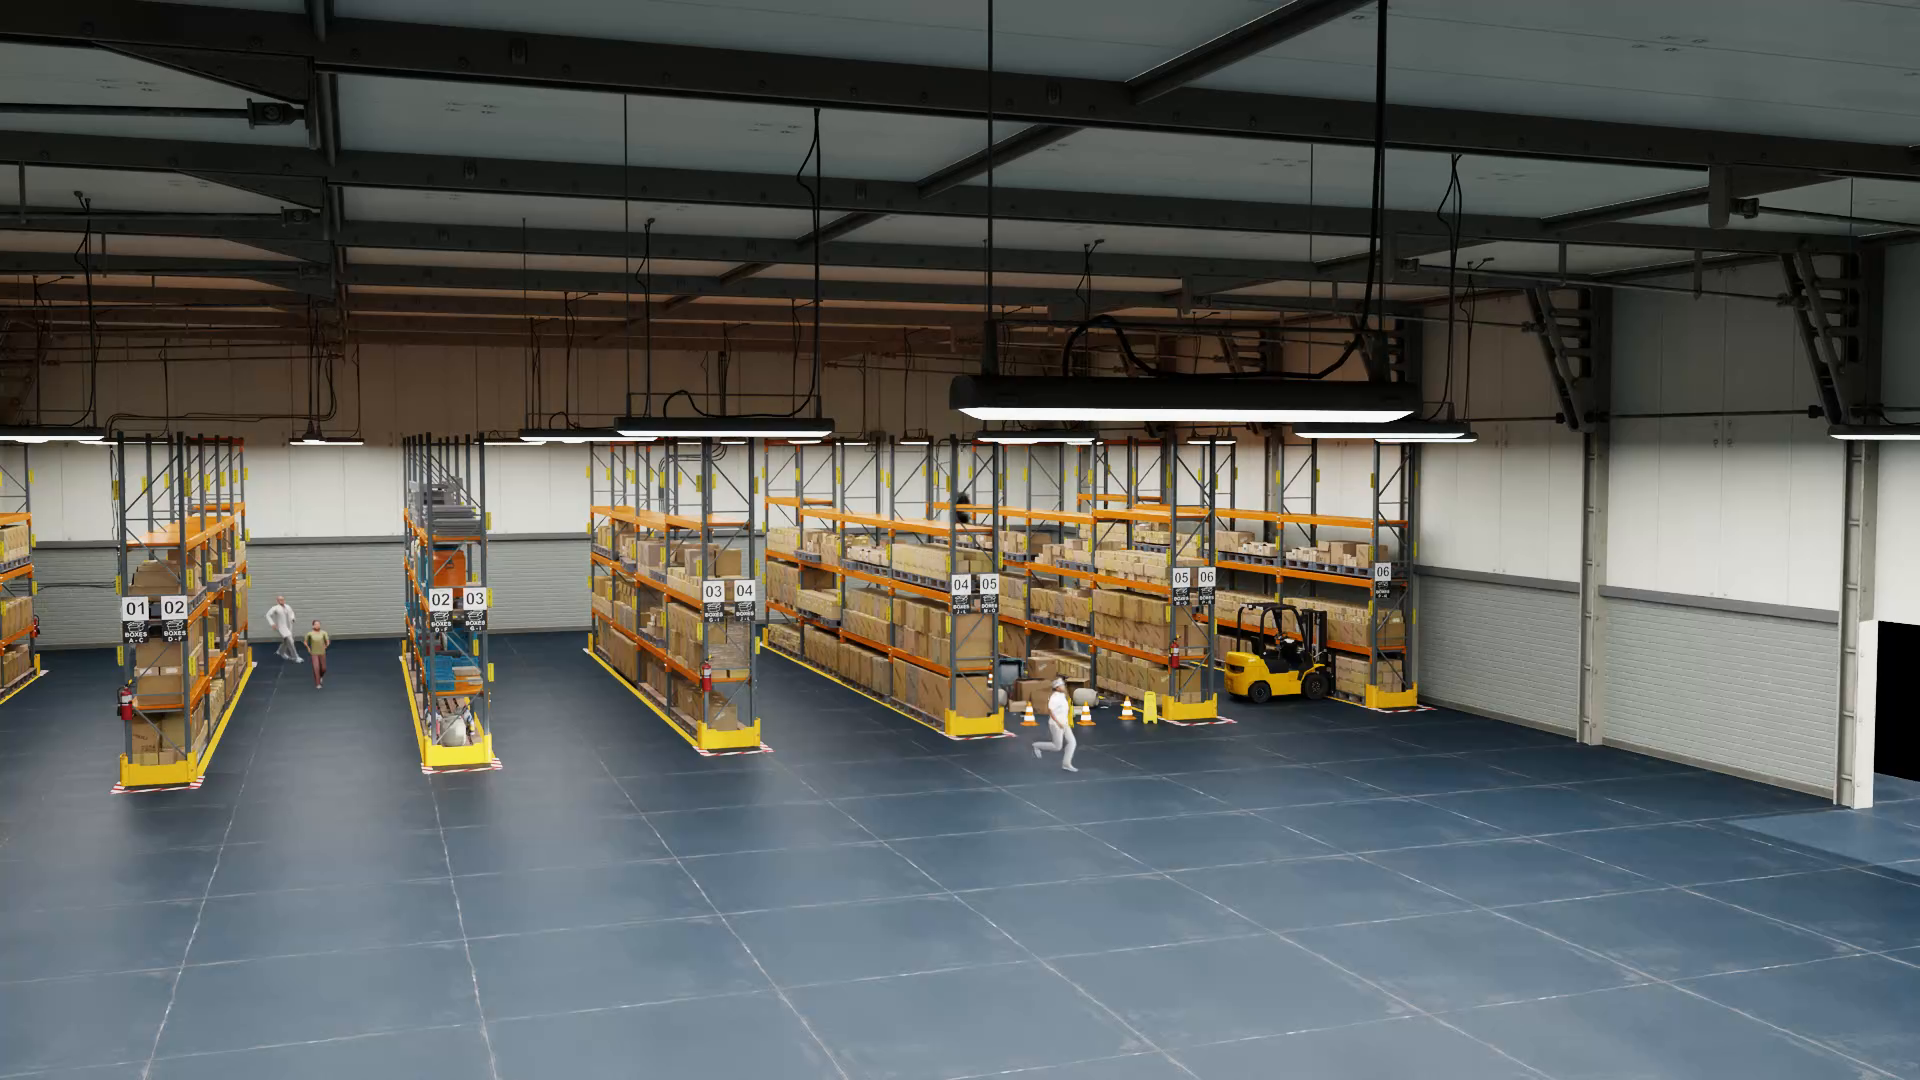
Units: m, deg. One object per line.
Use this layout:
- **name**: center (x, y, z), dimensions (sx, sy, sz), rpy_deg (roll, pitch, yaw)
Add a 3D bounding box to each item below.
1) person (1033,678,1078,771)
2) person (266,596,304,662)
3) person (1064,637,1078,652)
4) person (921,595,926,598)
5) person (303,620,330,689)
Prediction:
- **person**: center (1.720, 3.272, 29.593), dimensions (0.803, 1.670, 0.572), rpy_deg (2, 4, 27)
- **person**: center (-18.032, 2.375, 44.387), dimensions (1.015, 1.774, 0.764), rpy_deg (1, 3, 22)
- **person**: center (2.964, 2.378, 45.434), dimensions (0.596, 1.696, 0.849), rpy_deg (-1, 3, -24)
- **person**: center (-0.994, 2.055, 51.181), dimensions (0.660, 1.673, 0.718), rpy_deg (-1, 3, -13)
- **person**: center (-15.326, 2.711, 39.634), dimensions (0.583, 1.623, 0.697), rpy_deg (-2, 4, -28)
